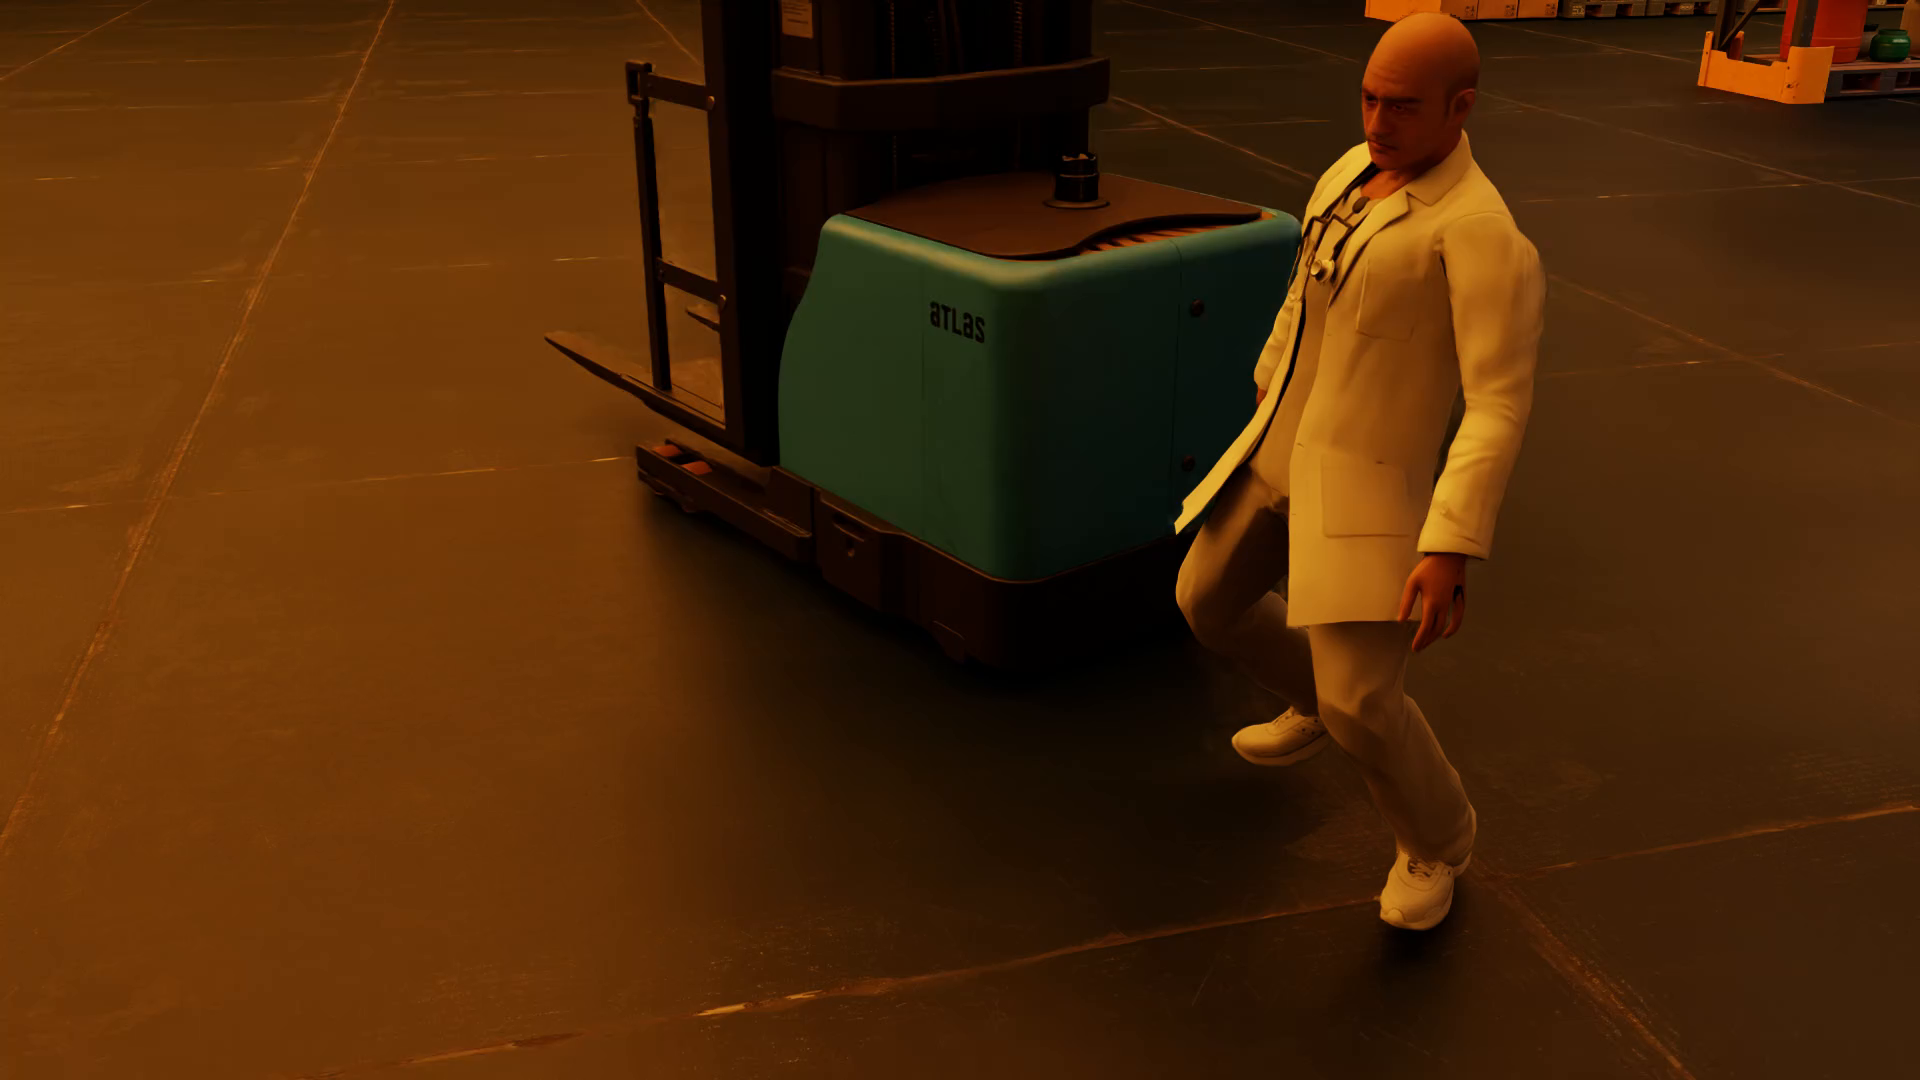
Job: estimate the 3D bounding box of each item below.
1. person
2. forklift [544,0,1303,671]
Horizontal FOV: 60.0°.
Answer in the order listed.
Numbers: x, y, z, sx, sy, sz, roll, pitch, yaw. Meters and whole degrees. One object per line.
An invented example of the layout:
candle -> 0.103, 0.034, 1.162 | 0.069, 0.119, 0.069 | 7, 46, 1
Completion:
person -> 0.751, -0.164, 3.214 | 0.572, 1.658, 0.942 | -7, 24, -15
forklift -> -0.389, -1.536, 4.918 | 1.130, 2.935, 3.031 | -17, 28, -34
